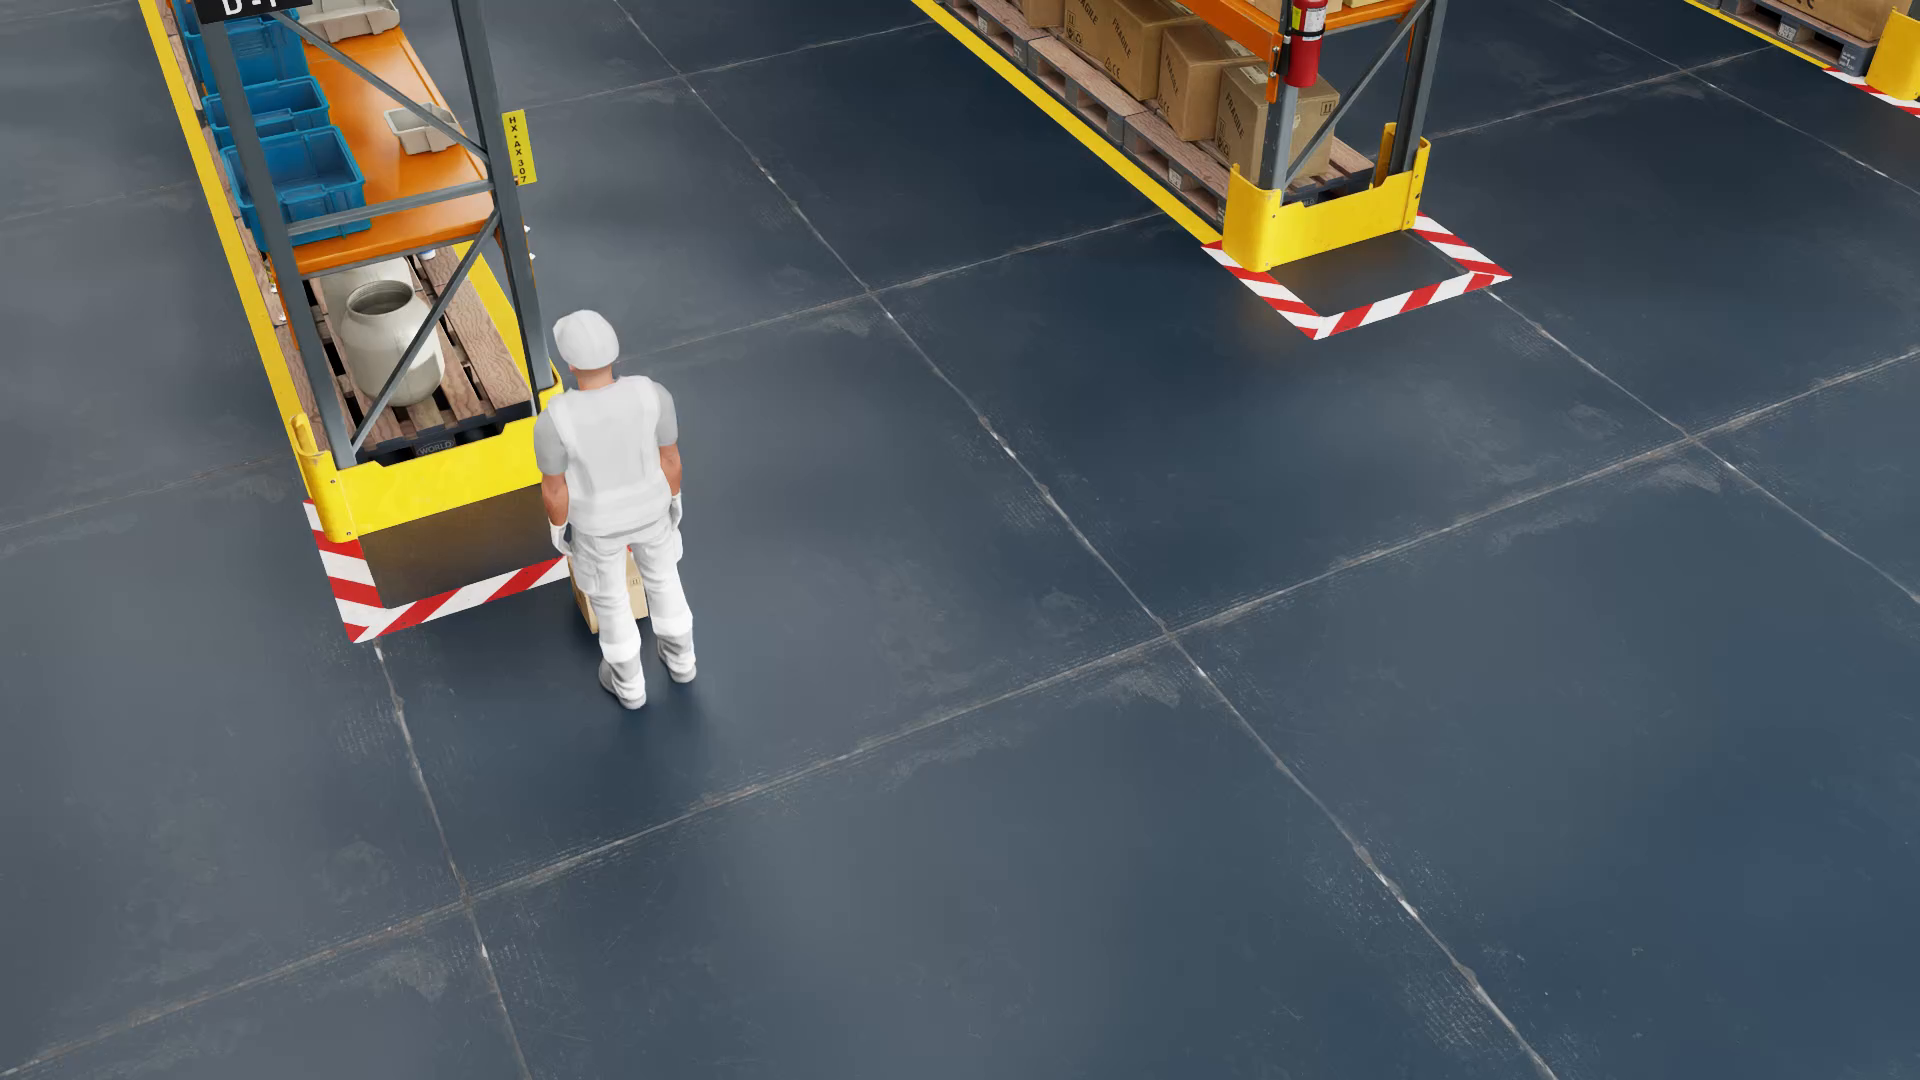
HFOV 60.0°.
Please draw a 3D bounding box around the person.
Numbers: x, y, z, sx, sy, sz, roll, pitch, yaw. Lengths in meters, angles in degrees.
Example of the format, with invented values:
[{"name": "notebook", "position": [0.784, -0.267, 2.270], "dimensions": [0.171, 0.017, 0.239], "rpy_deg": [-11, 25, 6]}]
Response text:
[{"name": "person", "position": [-1.297, -0.114, 6.271], "dimensions": [0.524, 1.788, 0.371], "rpy_deg": [-18, 44, -19]}]
